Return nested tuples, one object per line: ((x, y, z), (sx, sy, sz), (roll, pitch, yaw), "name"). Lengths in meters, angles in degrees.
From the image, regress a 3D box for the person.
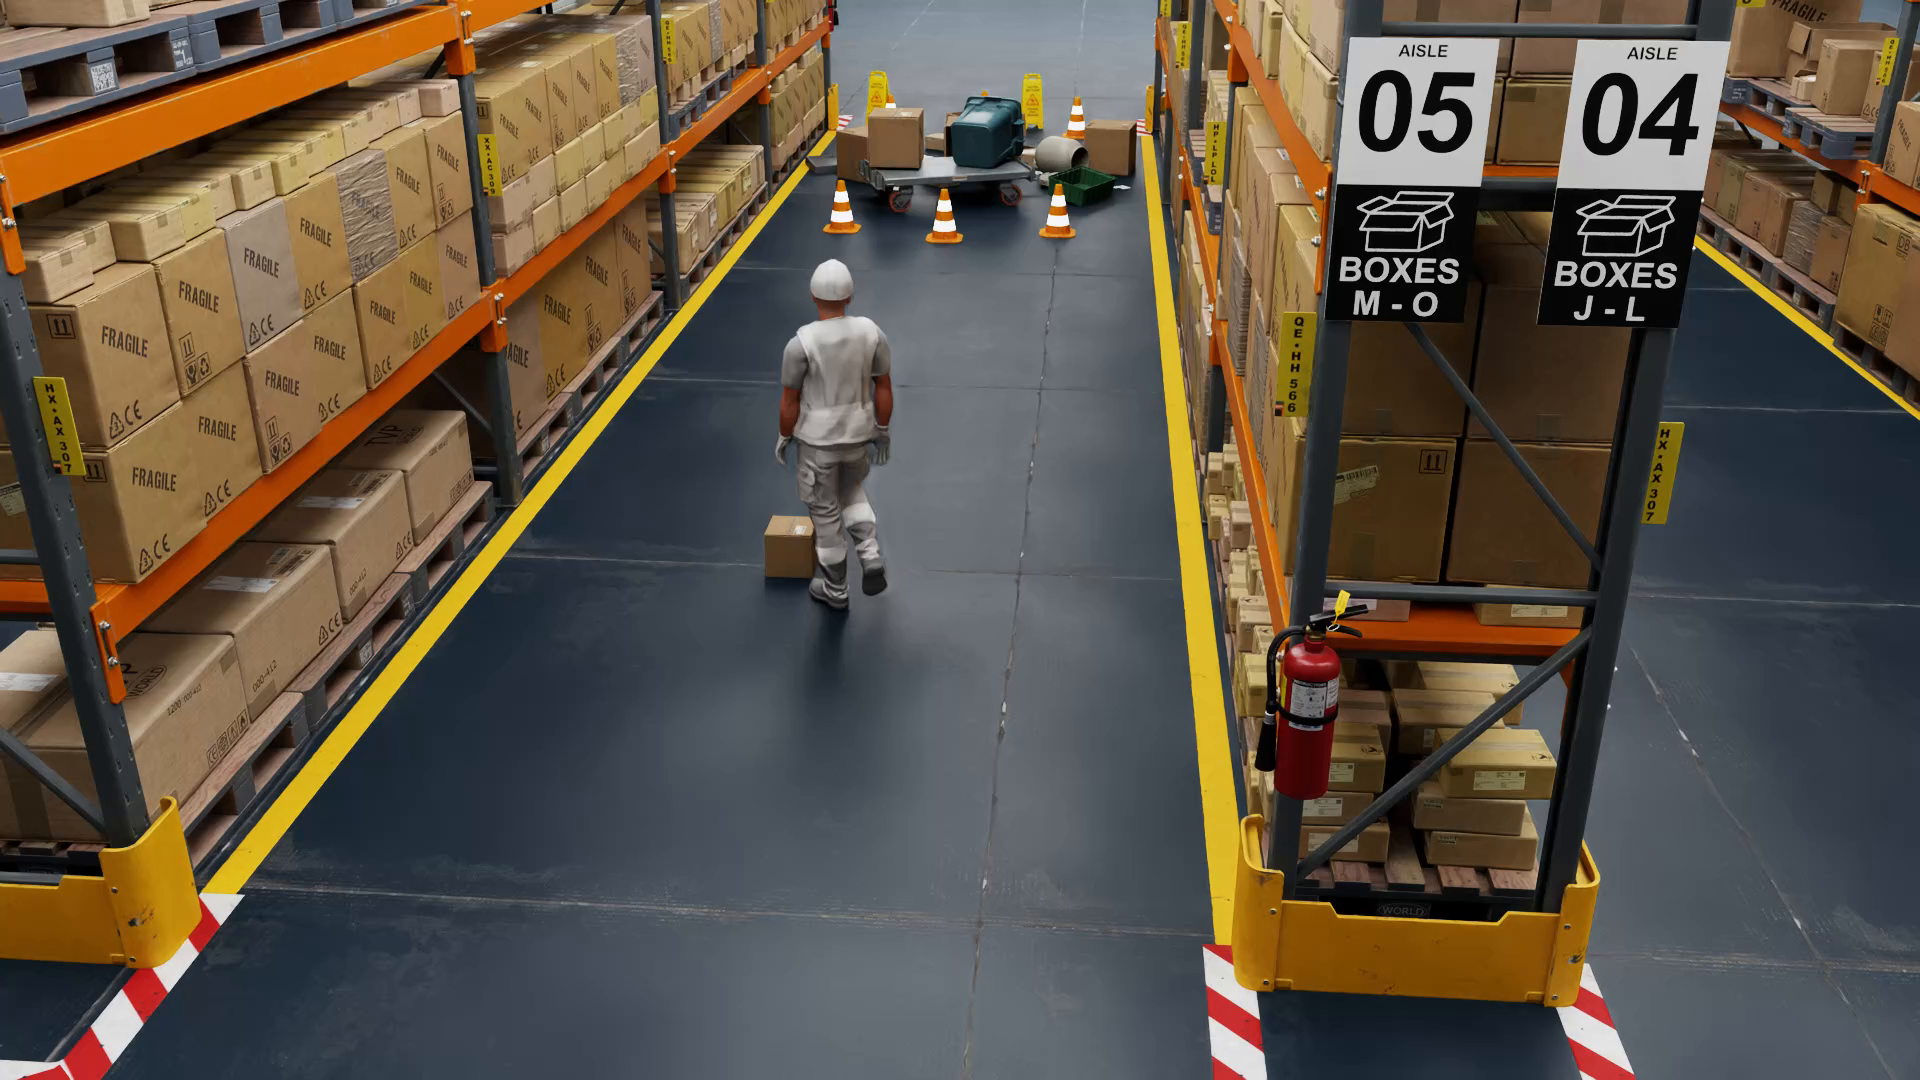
((-0.624, -0.511, 8.153), (0.550, 1.785, 0.472), (-14, 28, -28), "person")
